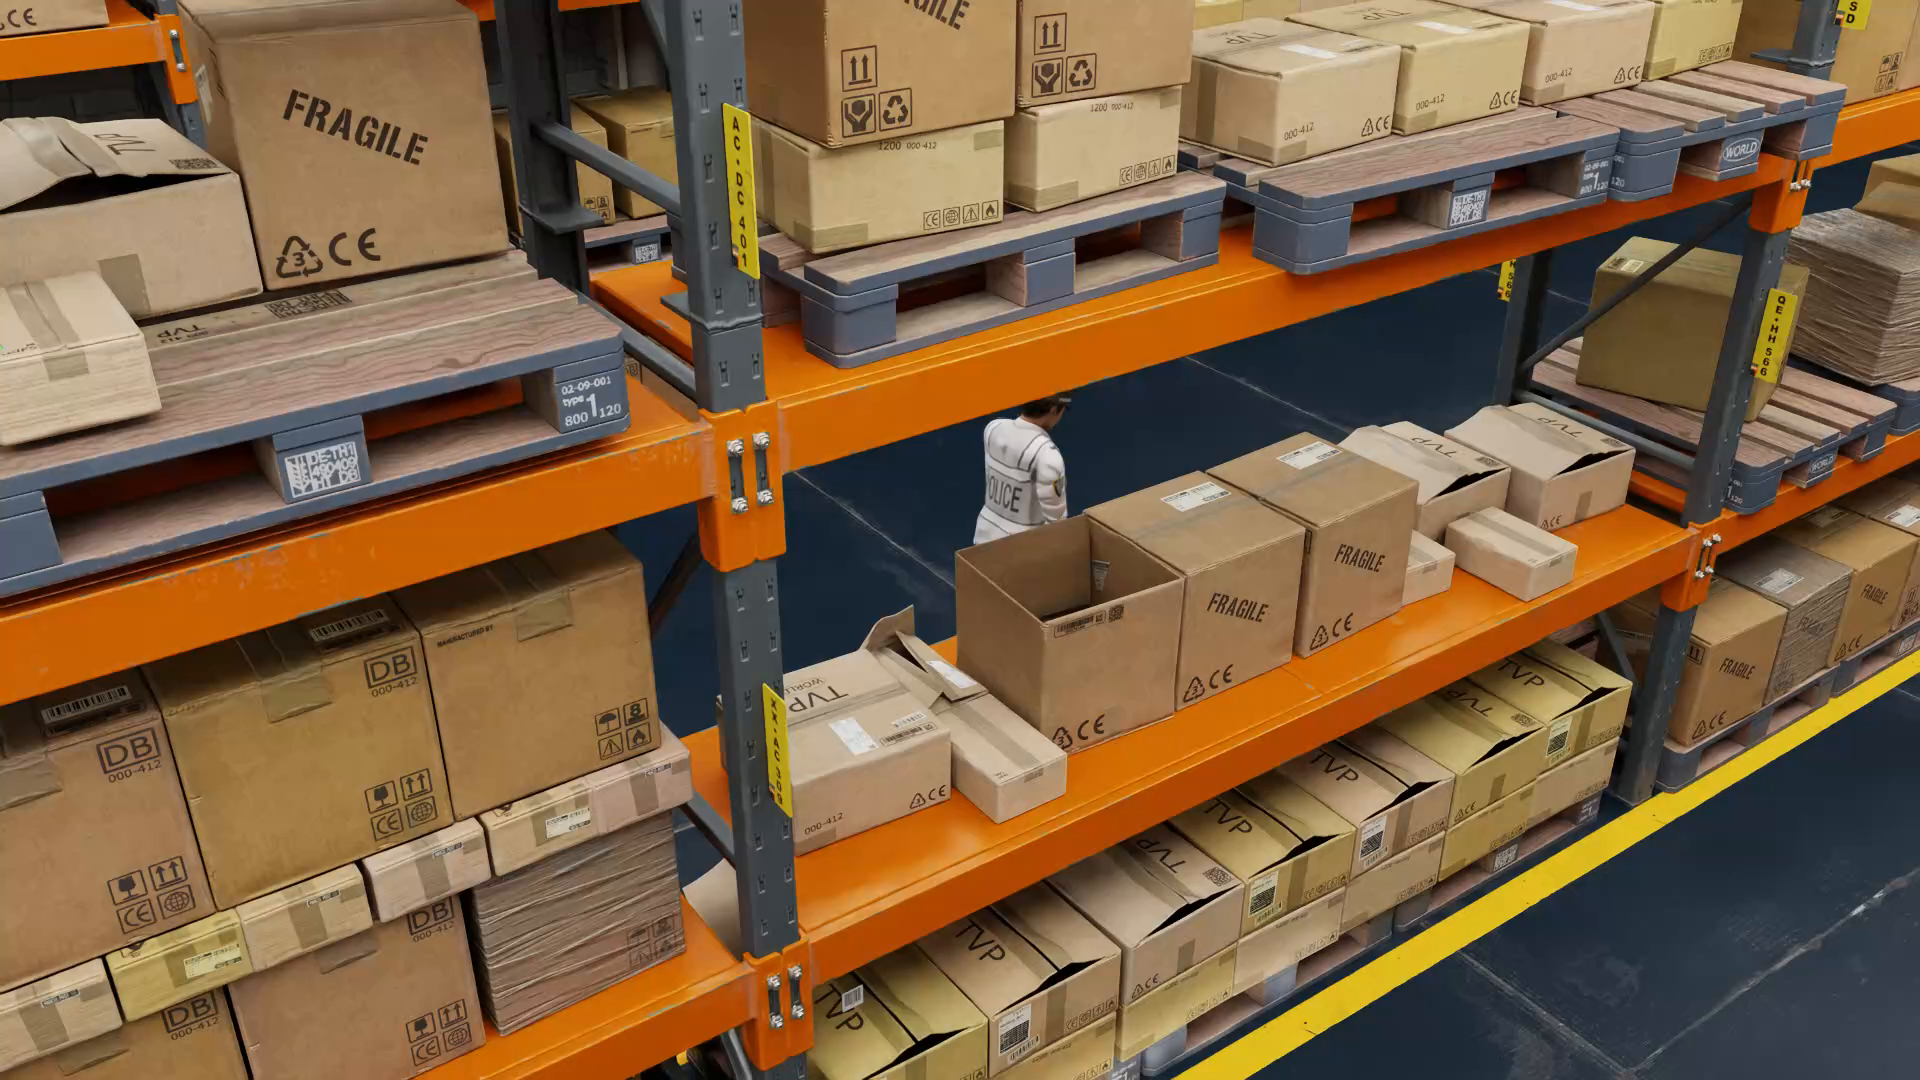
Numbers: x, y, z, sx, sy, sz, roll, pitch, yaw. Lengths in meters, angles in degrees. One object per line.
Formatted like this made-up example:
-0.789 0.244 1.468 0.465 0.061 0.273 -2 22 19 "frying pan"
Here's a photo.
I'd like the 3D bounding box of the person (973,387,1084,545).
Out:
0.287 0.035 7.124 0.465 1.616 0.504 -18 33 -29 "person"
